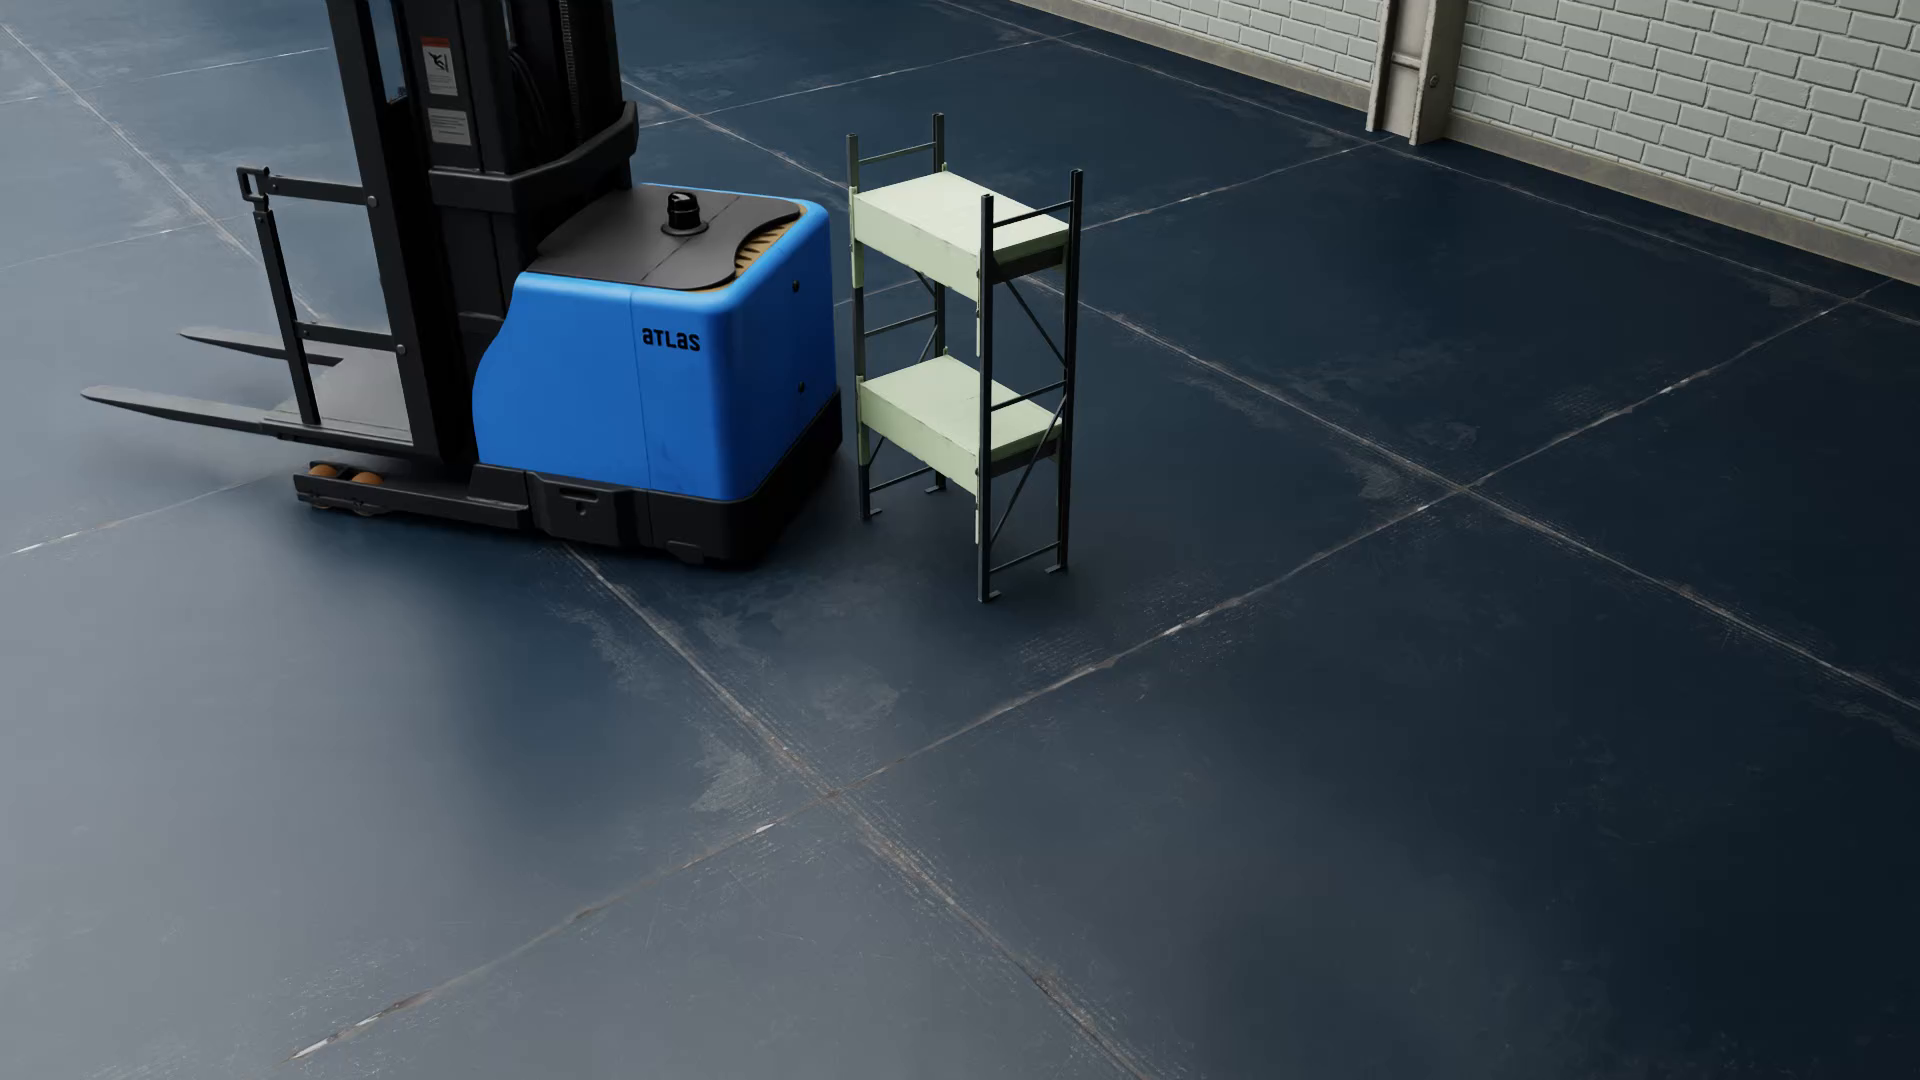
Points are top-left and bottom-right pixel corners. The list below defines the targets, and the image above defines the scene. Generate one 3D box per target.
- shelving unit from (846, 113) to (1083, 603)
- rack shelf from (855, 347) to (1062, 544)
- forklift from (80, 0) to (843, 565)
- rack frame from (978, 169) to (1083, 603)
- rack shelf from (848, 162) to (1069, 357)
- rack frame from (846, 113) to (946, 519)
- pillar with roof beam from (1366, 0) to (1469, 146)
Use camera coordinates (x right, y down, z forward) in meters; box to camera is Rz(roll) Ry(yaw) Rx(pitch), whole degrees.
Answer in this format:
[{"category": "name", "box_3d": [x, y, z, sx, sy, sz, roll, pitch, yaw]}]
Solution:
[{"category": "shelving unit", "box_3d": [0.004, -0.634, 5.850, 0.431, 1.500, 0.755, -22, 38, -31]}, {"category": "rack shelf", "box_3d": [0.004, -0.357, 6.022, 0.431, 0.370, 0.720, -22, 38, -31]}, {"category": "forklift", "box_3d": [-2.053, -1.592, 6.035, 3.031, 2.935, 1.130, 9, 33, 14]}, {"category": "rack frame", "box_3d": [0.229, -0.482, 5.604, 0.400, 1.500, 0.023, -22, 38, -31]}, {"category": "rack shelf", "box_3d": [0.004, -0.966, 5.644, 0.431, 0.370, 0.720, -22, 38, -31]}, {"category": "rack frame", "box_3d": [-0.220, -0.787, 6.095, 0.400, 1.500, 0.023, -22, 38, -31]}, {"category": "pillar with roof beam", "box_3d": [-0.631, -4.958, 5.704, 9.100, 9.000, 0.400, -22, 38, -31]}]
